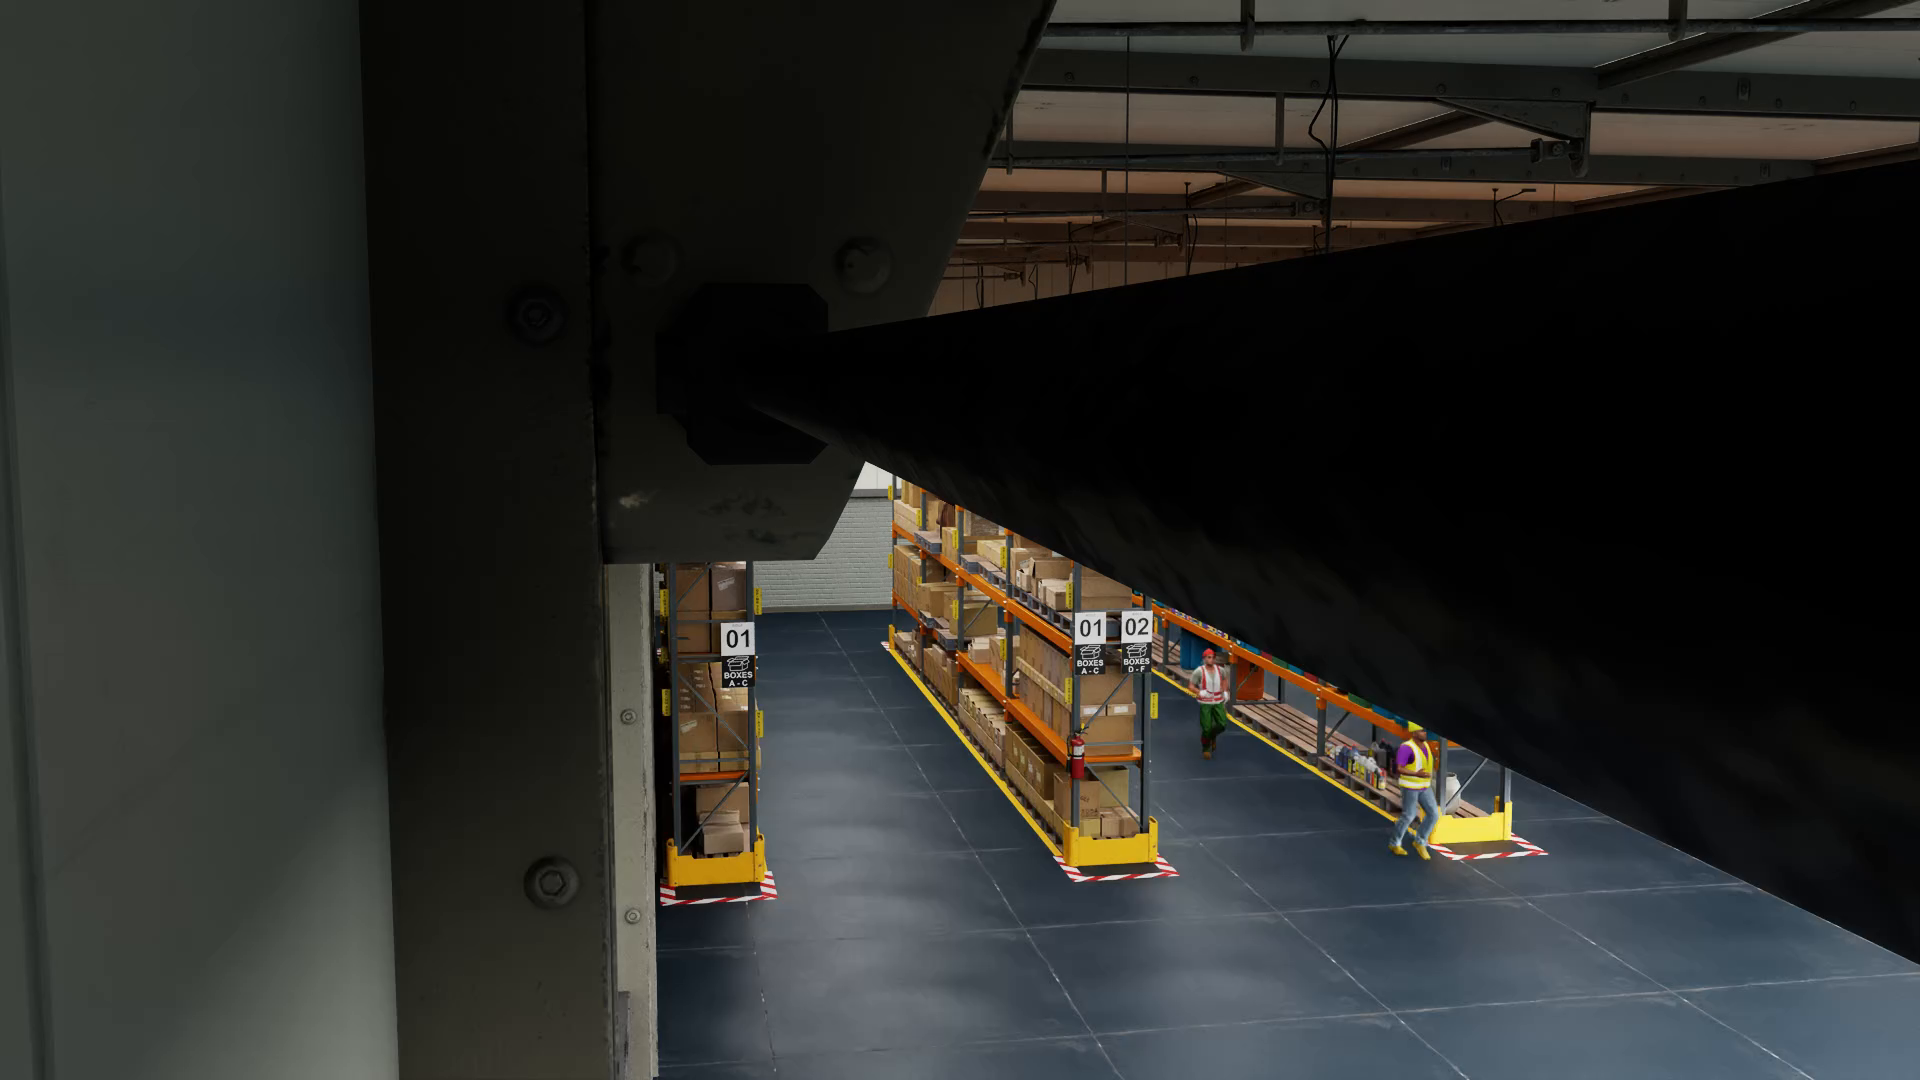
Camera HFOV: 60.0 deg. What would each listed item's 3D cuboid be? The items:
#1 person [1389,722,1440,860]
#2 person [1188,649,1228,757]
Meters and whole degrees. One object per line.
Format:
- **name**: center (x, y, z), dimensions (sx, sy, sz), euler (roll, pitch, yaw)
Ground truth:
- **person**: center (5.824, 3.182, 21.166), dimensions (0.716, 1.817, 0.644), euler (-5, 8, -37)
- **person**: center (3.988, 2.601, 26.426), dimensions (0.713, 1.749, 0.572), euler (-1, 6, -14)
